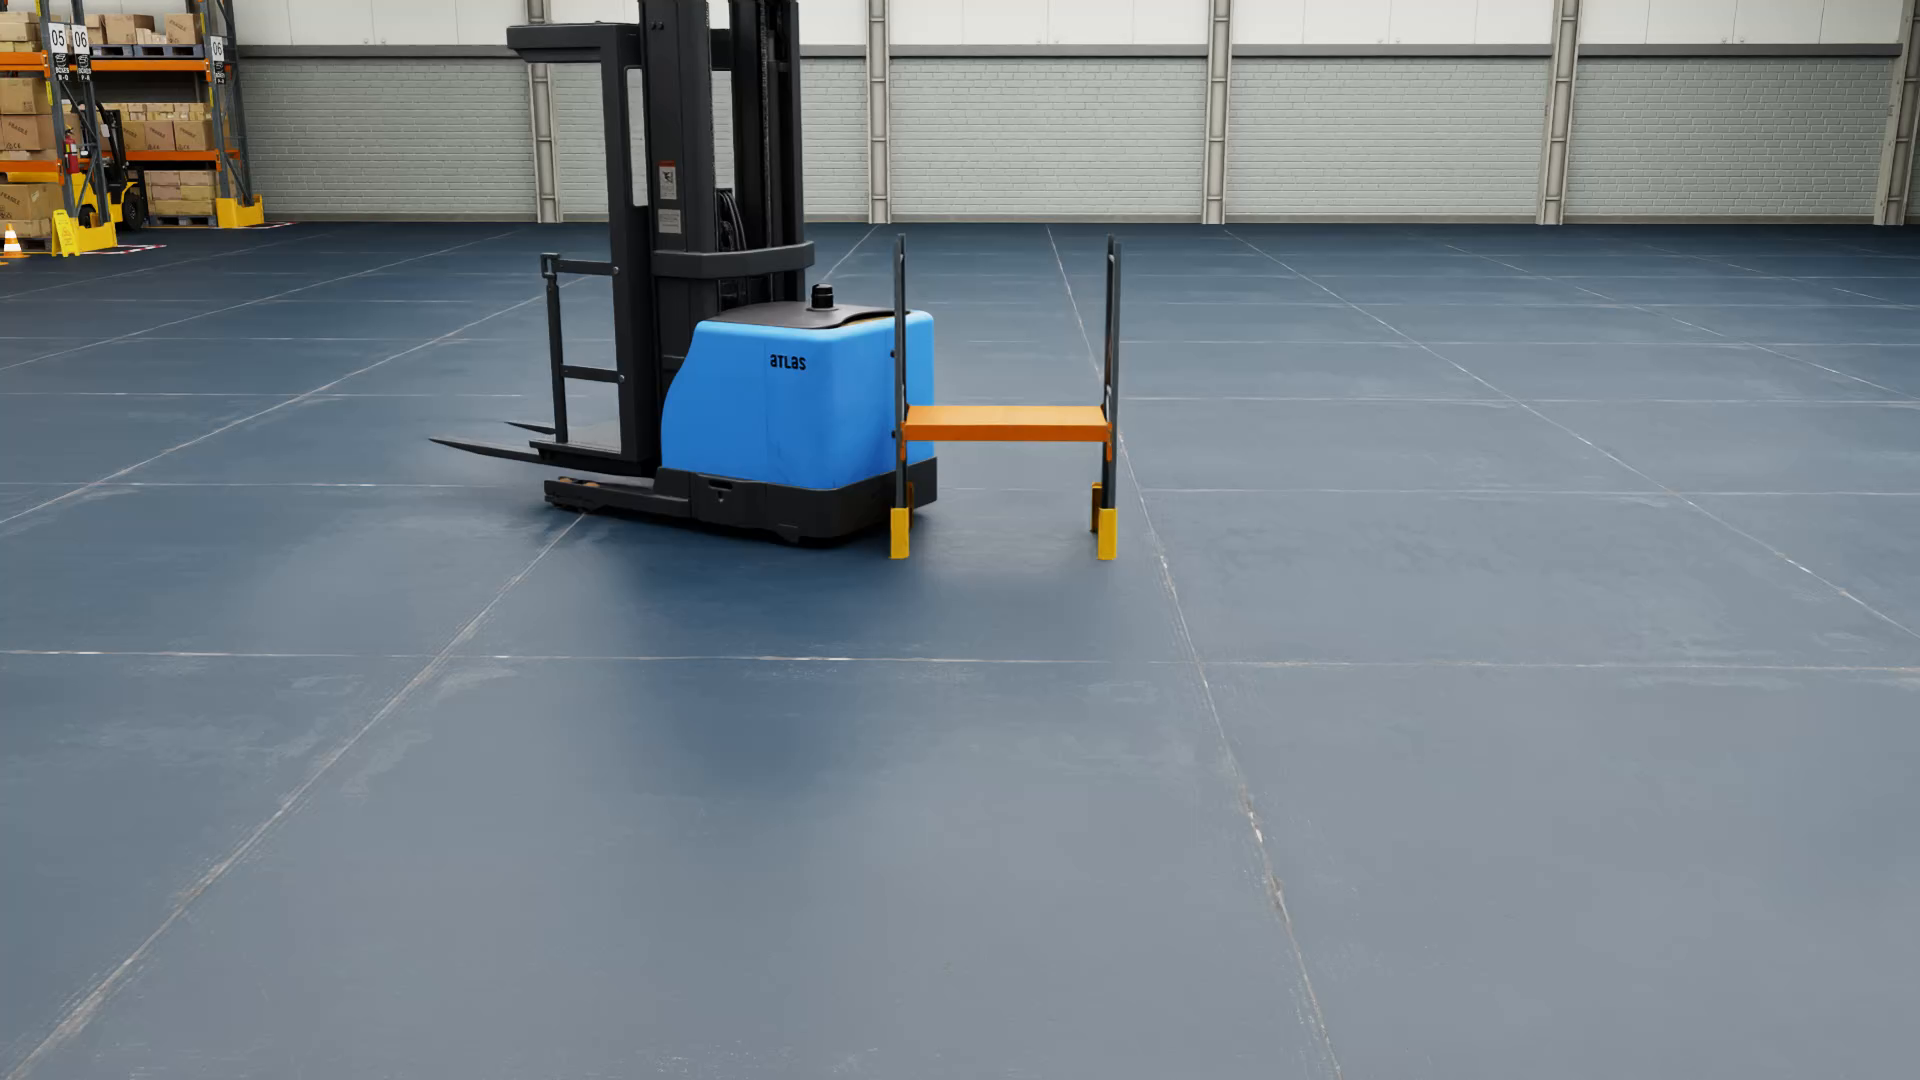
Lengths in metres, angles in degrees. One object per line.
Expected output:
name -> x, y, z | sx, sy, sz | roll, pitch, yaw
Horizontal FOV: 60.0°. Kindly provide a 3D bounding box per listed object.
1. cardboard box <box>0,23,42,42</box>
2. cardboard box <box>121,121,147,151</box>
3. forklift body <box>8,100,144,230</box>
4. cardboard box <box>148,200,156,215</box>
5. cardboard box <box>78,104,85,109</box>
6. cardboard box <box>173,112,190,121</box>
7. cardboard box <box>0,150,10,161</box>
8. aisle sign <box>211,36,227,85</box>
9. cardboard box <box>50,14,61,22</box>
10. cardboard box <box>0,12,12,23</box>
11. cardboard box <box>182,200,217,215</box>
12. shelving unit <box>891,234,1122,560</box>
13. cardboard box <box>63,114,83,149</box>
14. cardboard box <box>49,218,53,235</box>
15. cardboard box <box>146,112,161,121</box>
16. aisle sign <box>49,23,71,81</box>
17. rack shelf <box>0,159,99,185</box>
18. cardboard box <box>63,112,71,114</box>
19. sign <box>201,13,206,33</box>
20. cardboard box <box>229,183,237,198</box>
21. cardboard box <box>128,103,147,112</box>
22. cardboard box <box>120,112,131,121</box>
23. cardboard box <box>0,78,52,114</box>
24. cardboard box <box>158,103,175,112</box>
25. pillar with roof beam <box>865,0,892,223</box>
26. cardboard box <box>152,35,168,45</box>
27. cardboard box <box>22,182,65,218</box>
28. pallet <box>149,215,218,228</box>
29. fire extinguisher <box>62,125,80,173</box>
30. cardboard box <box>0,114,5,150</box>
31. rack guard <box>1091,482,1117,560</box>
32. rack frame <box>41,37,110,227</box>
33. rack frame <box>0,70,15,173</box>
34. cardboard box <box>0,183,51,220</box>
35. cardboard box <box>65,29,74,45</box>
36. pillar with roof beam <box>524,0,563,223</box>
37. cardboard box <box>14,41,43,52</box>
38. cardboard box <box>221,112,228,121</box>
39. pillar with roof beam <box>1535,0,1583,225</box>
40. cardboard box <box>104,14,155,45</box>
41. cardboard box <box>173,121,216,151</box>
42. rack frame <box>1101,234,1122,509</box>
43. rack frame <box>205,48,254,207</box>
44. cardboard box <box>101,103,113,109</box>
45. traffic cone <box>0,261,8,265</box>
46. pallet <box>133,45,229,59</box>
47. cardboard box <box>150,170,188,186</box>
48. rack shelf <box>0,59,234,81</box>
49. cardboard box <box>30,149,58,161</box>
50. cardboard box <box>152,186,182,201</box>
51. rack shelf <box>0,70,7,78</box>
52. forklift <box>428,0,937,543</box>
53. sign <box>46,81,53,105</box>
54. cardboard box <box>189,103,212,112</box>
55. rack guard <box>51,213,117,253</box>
cardboard box -> -13.410, -7.225, 23.677 | 0.500, 0.250, 0.500 | 0, 15, 1
cardboard box -> -14.297, -7.028, 28.904 | 0.500, 0.500, 0.500 | 0, 15, 0
forklift body -> -14.710, -6.172, 27.516 | 1.214, 2.155, 2.313 | 0, 15, 1
cardboard box -> -14.243, -5.842, 29.170 | 0.500, 0.250, 0.500 | 1, 15, 2
cardboard box -> -15.166, -7.501, 28.839 | 0.250, 0.149, 0.380 | 0, 15, 1
cardboard box -> -13.378, -7.322, 28.744 | 0.250, 0.149, 0.380 | 1, 15, 2
cardboard box -> -13.782, -5.576, 24.087 | 0.250, 0.149, 0.380 | 0, 15, 0
aisle sign -> -12.710, -8.216, 28.507 | 0.004, 0.787, 0.394 | 0, 15, 1
cardboard box -> -13.241, -7.538, 24.080 | 0.250, 0.149, 0.380 | 0, 15, 1
cardboard box -> -13.494, -7.422, 23.640 | 0.250, 0.149, 0.380 | 1, 15, 2
cardboard box -> -13.246, -5.831, 29.127 | 0.500, 0.250, 0.500 | 0, 15, 2
shelving unit -> 0.213, -0.705, 8.071 | 1.083, 1.500, 0.587 | 0, 15, 1
cardboard box -> -13.358, -6.035, 24.555 | 0.500, 0.500, 0.500 | 0, 15, 1
cardboard box -> -13.690, -4.718, 24.910 | 0.500, 0.250, 0.500 | 0, 15, 1
cardboard box -> -13.883, -7.343, 28.826 | 0.250, 0.149, 0.380 | 0, 15, 1
aisle sign -> -12.837, -6.952, 23.712 | 0.004, 0.787, 0.394 | 0, 15, 1
rack shelf -> -14.890, -5.434, 24.467 | 4.000, 0.370, 1.077 | 0, 15, 1
cardboard box -> -15.428, -7.335, 28.795 | 0.250, 0.149, 0.380 | 0, 15, 1
sign -> -12.796, -8.737, 28.114 | 0.005, 0.325, 0.100 | 0, 15, 1
cardboard box -> -13.233, -6.206, 29.570 | 0.500, 0.250, 0.500 | 1, 15, 2
cardboard box -> -14.151, -7.472, 28.729 | 0.250, 0.149, 0.380 | 1, 15, 3
cardboard box -> -14.405, -7.330, 28.774 | 0.250, 0.149, 0.380 | 0, 15, 2
cardboard box -> -13.407, -6.392, 23.949 | 0.500, 0.500, 0.700 | 0, 15, 0
cardboard box -> -13.641, -7.478, 28.752 | 0.250, 0.149, 0.380 | 1, 15, 3
pillar with roof beam -> -1.555, -8.994, 24.789 | 0.400, 9.000, 9.100 | 0, 15, 1
cardboard box -> -13.604, -8.543, 28.434 | 0.250, 0.149, 0.380 | 0, 15, 0
cardboard box -> -13.714, -5.081, 24.815 | 0.500, 0.500, 0.500 | 0, 15, 0
pallet -> -13.534, -5.681, 29.458 | 1.213, 0.211, 1.003 | 0, 15, 1
fire extinguisher -> -12.788, -5.613, 23.888 | 0.183, 0.674, 0.296 | 0, 15, 1
cardboard box -> -13.941, -5.899, 24.039 | 0.500, 0.500, 0.500 | 0, 15, 2
rack guard -> 0.711, -0.099, 8.224 | 0.087, 0.250, 0.587 | 0, 15, 1
rack frame -> -12.891, -5.769, 24.326 | 0.127, 3.000, 1.000 | 0, 15, 1
rack frame -> -16.767, -7.061, 29.223 | 0.127, 3.000, 1.000 | 0, 15, 1
cardboard box -> -13.699, -4.944, 24.295 | 0.500, 0.500, 0.500 | 0, 15, 2
cardboard box -> -15.291, -8.611, 28.461 | 0.258, 0.266, 0.396 | 0, 15, 0
pillar with roof beam -> -7.553, -9.033, 24.938 | 0.400, 9.000, 9.100 | 0, 15, 1
cardboard box -> -13.255, -7.029, 23.714 | 0.250, 0.149, 0.380 | 0, 15, 2
cardboard box -> -13.101, -7.465, 29.288 | 0.250, 0.149, 0.380 | 0, 15, 0
pillar with roof beam -> 10.441, -8.916, 24.493 | 0.400, 9.000, 9.100 | 0, 15, 1
cardboard box -> -14.238, -8.758, 28.560 | 0.500, 0.500, 0.700 | 0, 15, 2
cardboard box -> -13.267, -7.019, 28.870 | 0.500, 0.500, 0.500 | 0, 15, 0
rack frame -> 0.730, -0.703, 8.065 | 0.032, 1.500, 0.500 | 0, 15, 1
rack frame -> -12.768, -7.035, 29.124 | 0.127, 3.000, 1.000 | 0, 15, 1
cardboard box -> -14.665, -7.498, 28.828 | 0.250, 0.149, 0.380 | 1, 15, 2
traffic cone -> -13.042, -3.931, 22.332 | 0.334, 0.463, 0.336 | 0, 15, 1
pallet -> -13.474, -8.454, 28.795 | 1.213, 0.211, 1.003 | 0, 15, 1
cardboard box -> -13.747, -6.317, 29.010 | 0.500, 0.250, 0.500 | 1, 15, 2
rack shelf -> -14.767, -8.150, 28.882 | 4.000, 0.370, 1.077 | 0, 15, 1
cardboard box -> -13.270, -5.595, 24.161 | 0.250, 0.149, 0.380 | 1, 15, 3
cardboard box -> -13.764, -6.080, 29.090 | 0.500, 0.250, 0.500 | 0, 15, 1
rack shelf -> -18.766, -8.176, 28.981 | 4.000, 0.370, 1.077 | 0, 15, 1
forklift -> -1.645, -1.663, 8.896 | 3.031, 2.935, 1.130 | 9, 17, 31
sign -> -12.925, -6.340, 23.602 | 0.005, 0.325, 0.100 | 0, 15, 1
cardboard box -> -13.132, -7.489, 28.796 | 0.250, 0.149, 0.380 | 0, 15, 2
rack guard -> -12.967, -4.561, 24.647 | 0.348, 0.500, 1.175 | 0, 15, 1
